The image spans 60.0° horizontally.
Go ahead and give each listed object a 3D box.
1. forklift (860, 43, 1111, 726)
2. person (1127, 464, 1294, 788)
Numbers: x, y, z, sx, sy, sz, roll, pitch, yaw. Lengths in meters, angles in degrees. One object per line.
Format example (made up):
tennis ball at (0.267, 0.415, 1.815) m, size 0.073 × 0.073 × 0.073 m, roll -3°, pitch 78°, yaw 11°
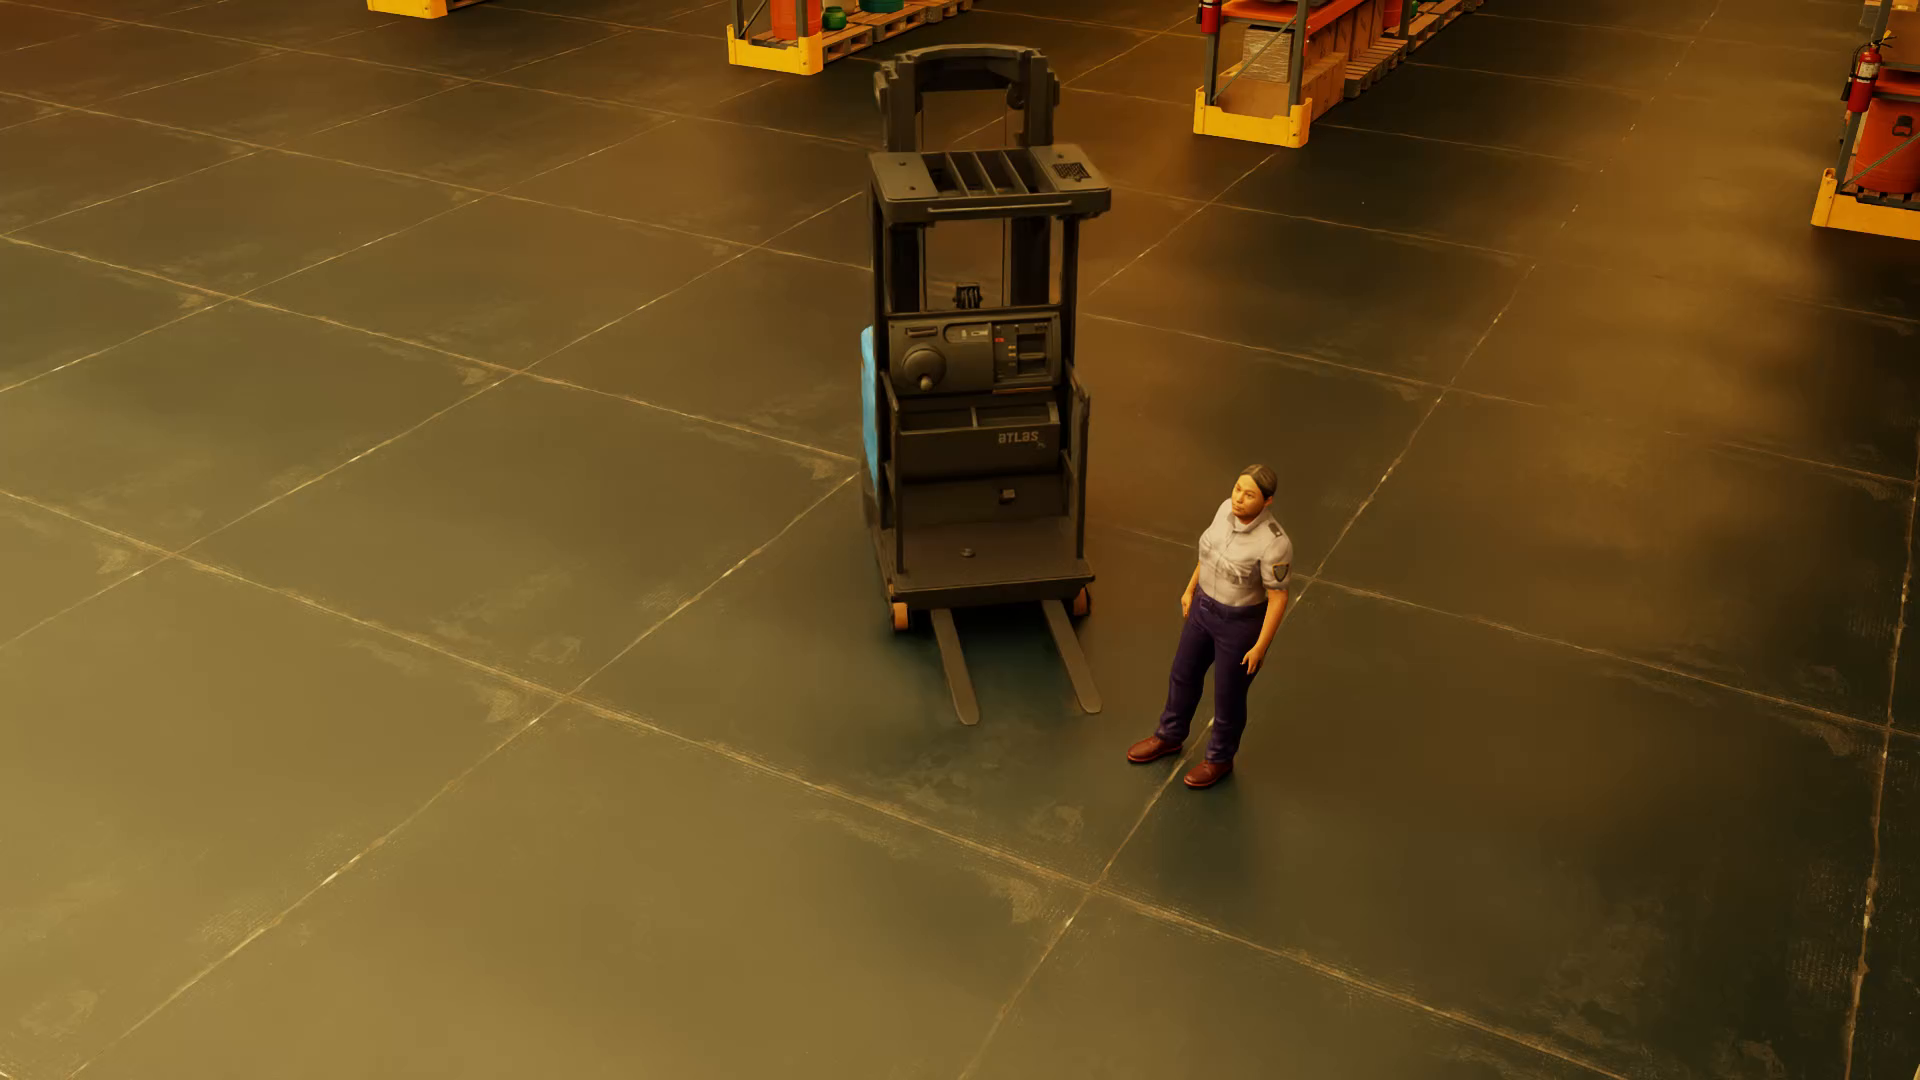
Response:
forklift at (0.119, -0.958, 8.731) m, size 1.130 × 2.935 × 3.031 m, roll -5°, pitch 30°, yaw -8°
person at (1.162, 0.404, 7.646) m, size 0.503 × 1.650 × 0.604 m, roll -17°, pitch 34°, yaw -27°
